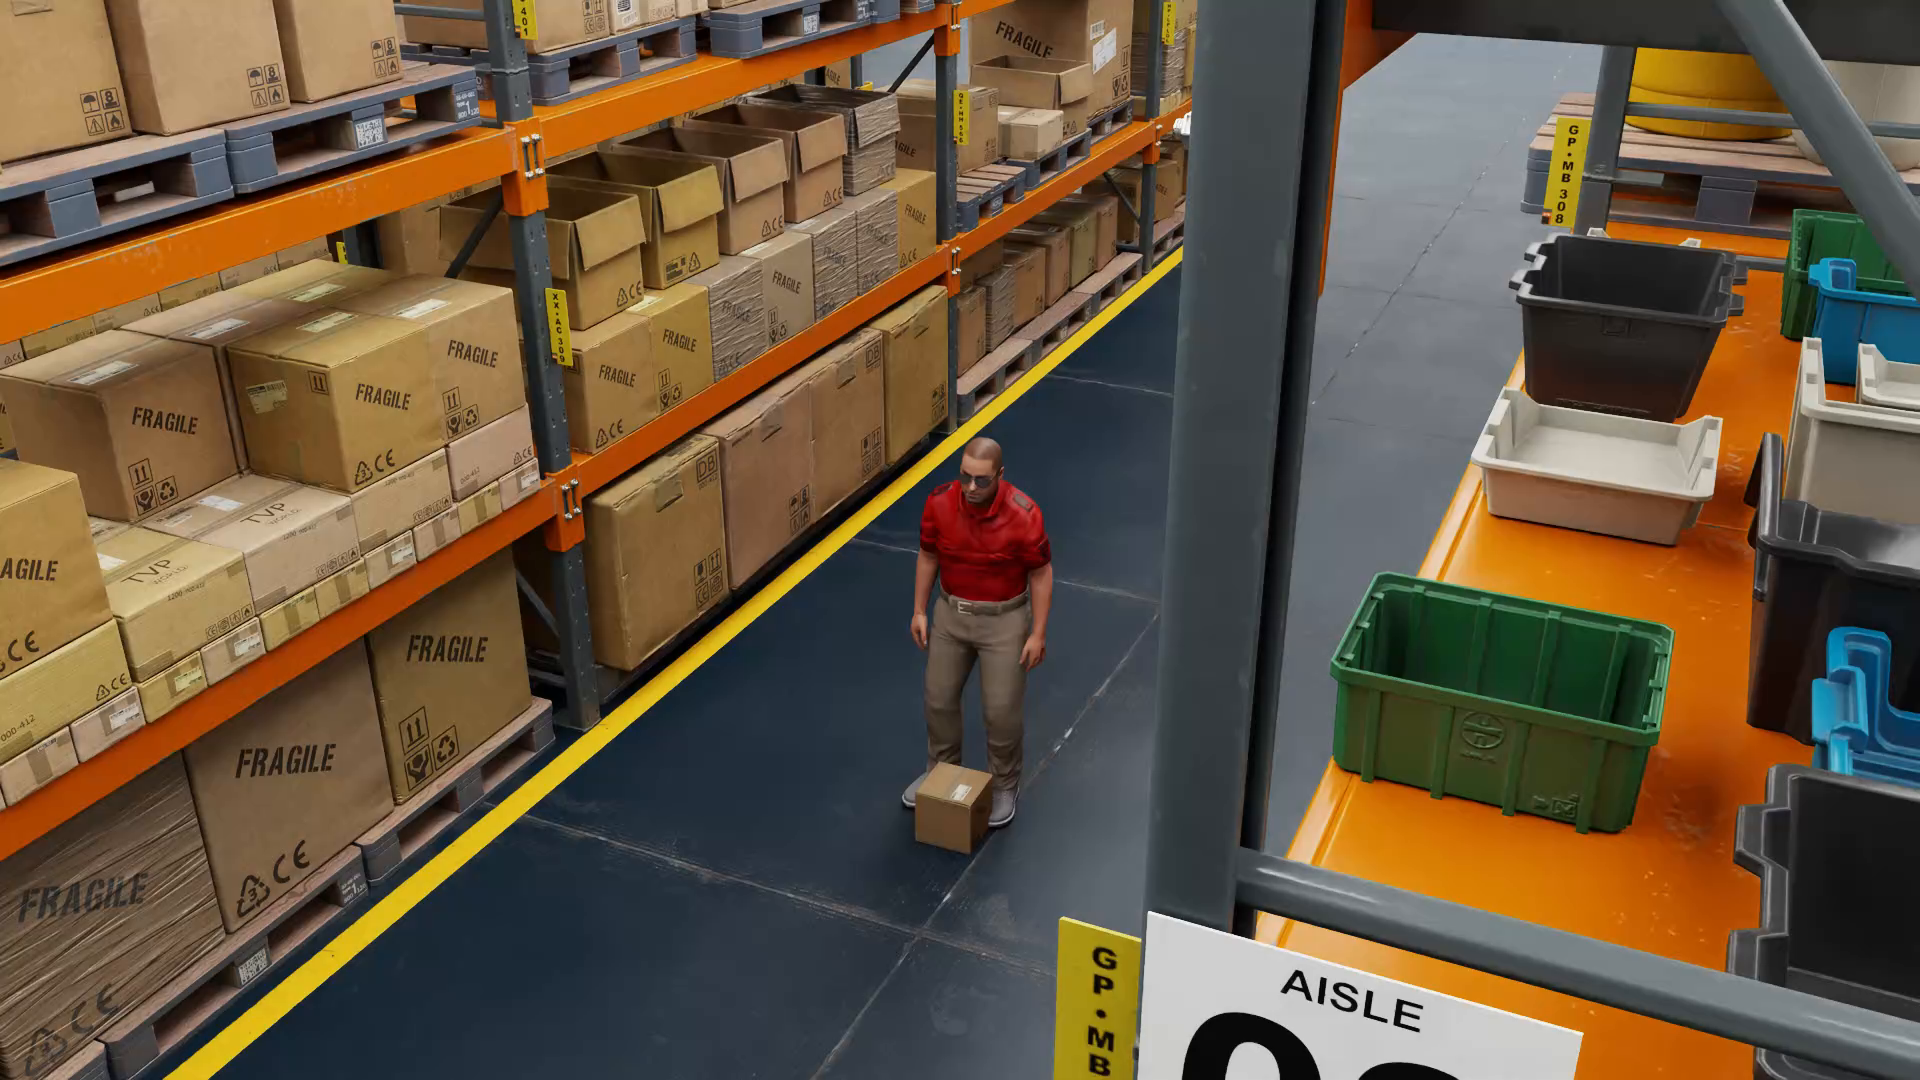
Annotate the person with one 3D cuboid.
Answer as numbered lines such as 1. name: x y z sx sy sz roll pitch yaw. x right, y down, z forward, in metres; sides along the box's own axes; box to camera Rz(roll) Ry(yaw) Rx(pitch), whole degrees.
1. person: 0.076 0.356 6.897 0.604 1.726 0.394 9 28 19
